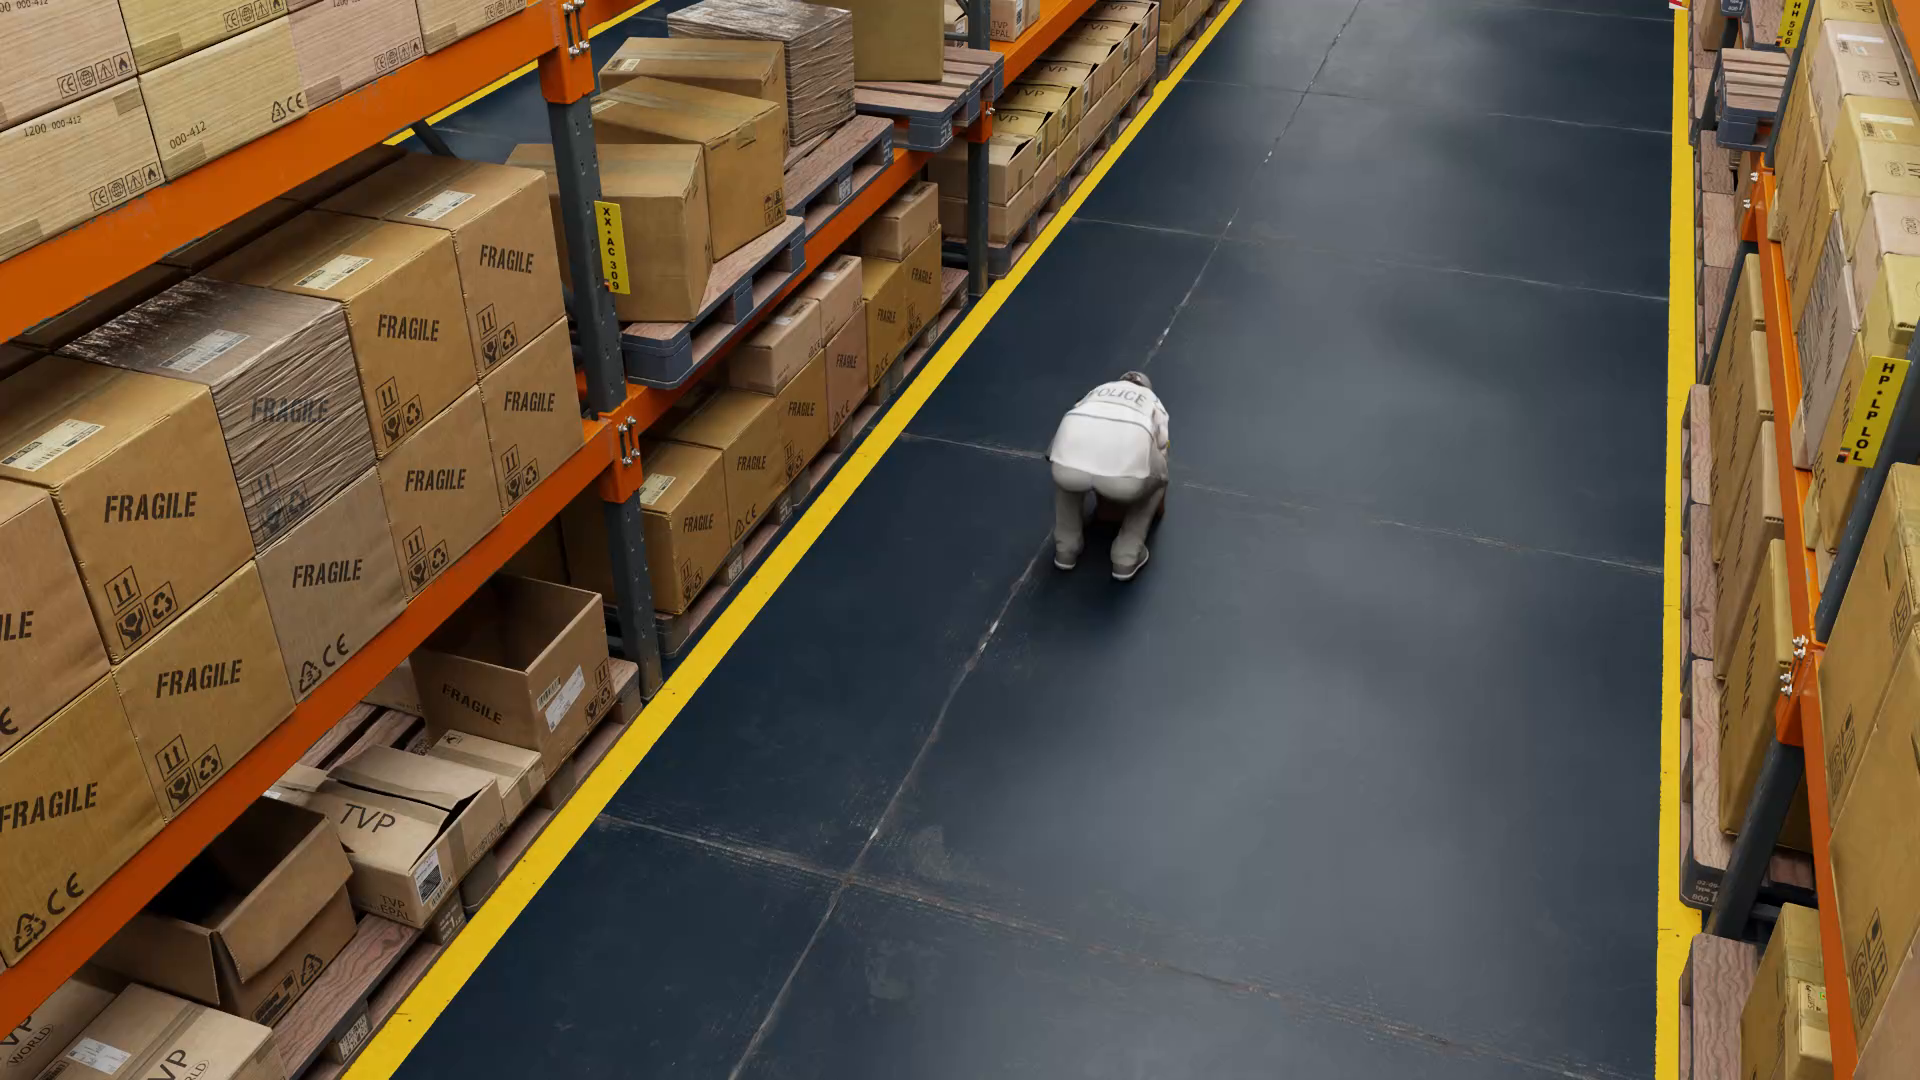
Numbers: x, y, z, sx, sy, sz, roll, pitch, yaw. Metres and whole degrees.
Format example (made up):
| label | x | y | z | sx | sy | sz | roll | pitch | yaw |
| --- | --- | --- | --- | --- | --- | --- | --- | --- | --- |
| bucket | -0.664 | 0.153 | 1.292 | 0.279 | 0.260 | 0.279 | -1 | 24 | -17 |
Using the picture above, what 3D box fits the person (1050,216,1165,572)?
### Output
| label | x | y | z | sx | sy | sz | roll | pitch | yaw |
| --- | --- | --- | --- | --- | --- | --- | --- | --- | --- |
| person | 0.629 | -0.645 | 7.052 | 0.471 | 1.598 | 0.536 | 11 | 35 | 16 |
